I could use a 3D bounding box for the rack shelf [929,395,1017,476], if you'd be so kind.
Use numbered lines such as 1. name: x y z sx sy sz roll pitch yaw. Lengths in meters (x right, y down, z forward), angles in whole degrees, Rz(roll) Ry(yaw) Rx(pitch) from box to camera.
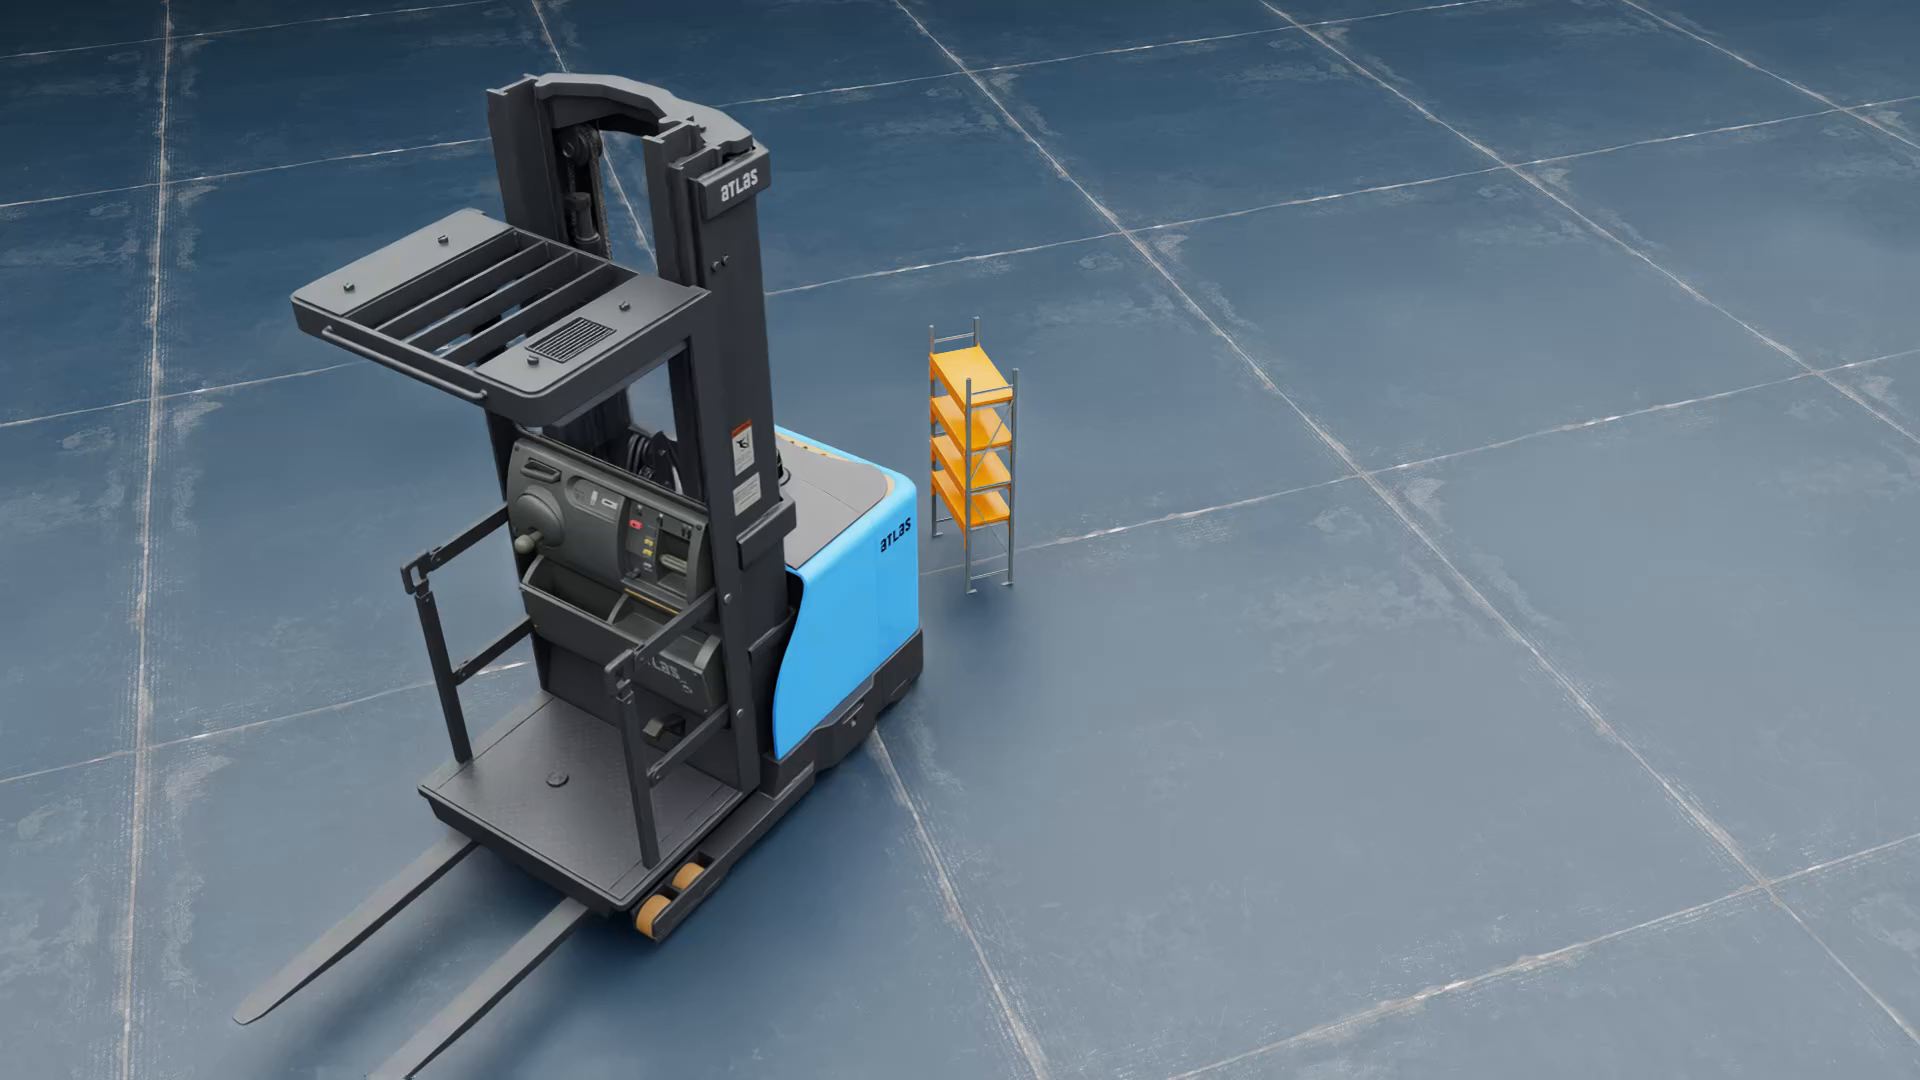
1. rack shelf: 0.057 -0.511 7.731 0.258 0.148 0.480 -12 39 -16

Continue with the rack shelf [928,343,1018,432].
1. rack shelf: 0.057 -0.700 7.589 0.258 0.148 0.480 -12 39 -16

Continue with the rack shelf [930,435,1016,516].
1. rack shelf: 0.057 -0.332 7.866 0.258 0.148 0.480 -12 39 -16

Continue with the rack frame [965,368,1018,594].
1. rack frame: 0.141 -0.248 7.642 0.240 1.200 0.015 -12 39 -16

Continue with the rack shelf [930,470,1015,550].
1. rack shelf: 0.057 -0.173 7.985 0.258 0.148 0.480 -12 39 -16

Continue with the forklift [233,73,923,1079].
1. forklift: -1.400 0.013 5.858 1.130 2.935 3.031 22 42 26

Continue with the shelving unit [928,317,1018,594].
1. shelving unit: 0.057 -0.386 7.825 0.258 1.200 0.503 -12 39 -16

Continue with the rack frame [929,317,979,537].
1. rack frame: -0.027 -0.524 8.008 0.240 1.200 0.015 -12 39 -16
